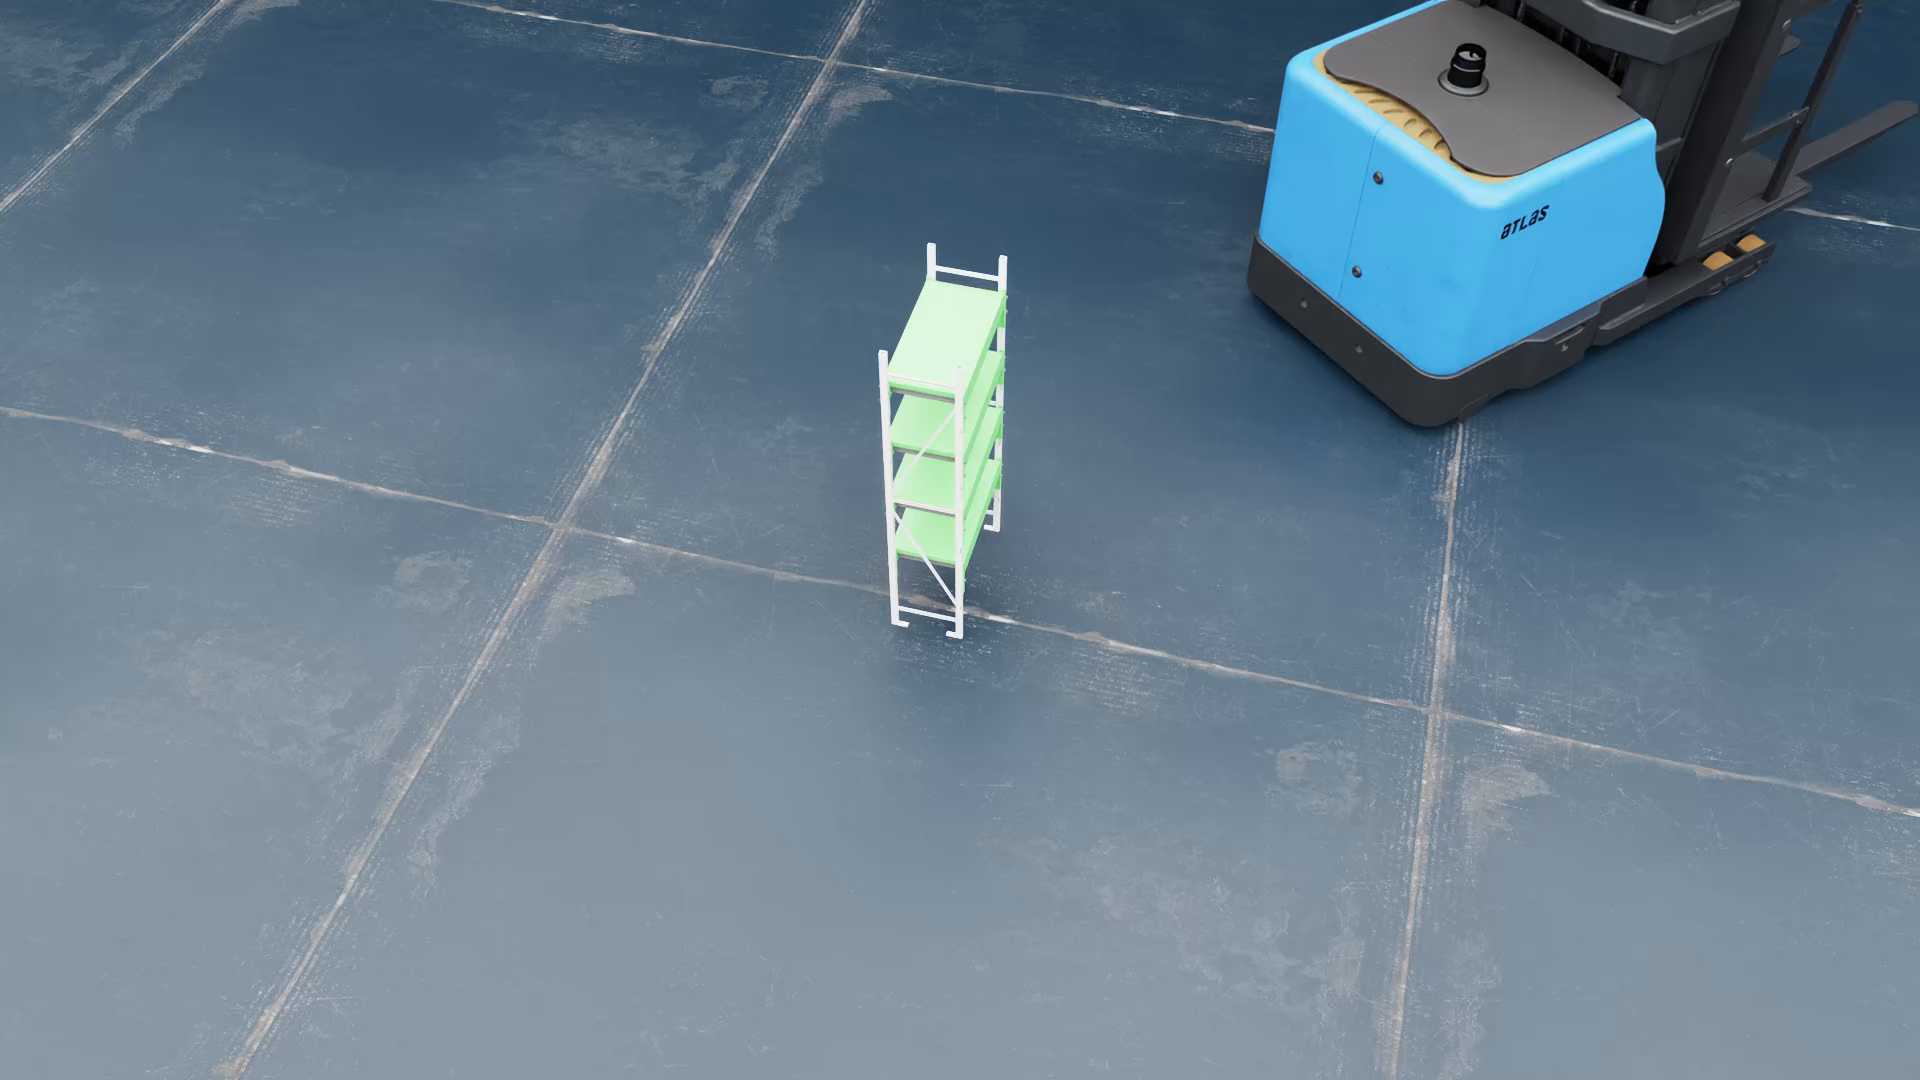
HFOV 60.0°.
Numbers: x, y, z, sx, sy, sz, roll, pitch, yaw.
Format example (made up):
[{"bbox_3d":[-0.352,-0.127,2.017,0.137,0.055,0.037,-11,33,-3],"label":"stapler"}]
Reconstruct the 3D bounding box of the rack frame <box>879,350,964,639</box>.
[{"bbox_3d":[-0.108,-0.101,5.039,0.240,1.200,0.015,12,50,10],"label":"rack frame"}]

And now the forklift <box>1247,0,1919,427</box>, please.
[{"bbox_3d":[2.642,-2.252,5.783,3.031,2.935,1.130,-26,54,-21],"label":"forklift"}]

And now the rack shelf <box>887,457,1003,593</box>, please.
[{"bbox_3d":[-0.044,-0.076,5.422,0.258,0.148,0.480,12,50,10],"label":"rack shelf"}]

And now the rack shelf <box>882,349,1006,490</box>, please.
[{"bbox_3d":[-0.044,-0.394,5.062,0.258,0.148,0.480,12,50,10],"label":"rack shelf"}]

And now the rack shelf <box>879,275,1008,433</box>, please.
[{"bbox_3d":[-0.044,-0.553,4.883,0.258,0.148,0.480,12,50,10],"label":"rack shelf"}]

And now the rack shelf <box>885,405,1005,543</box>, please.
[{"bbox_3d":[-0.044,-0.235,5.242,0.258,0.148,0.480,12,50,10],"label":"rack shelf"}]

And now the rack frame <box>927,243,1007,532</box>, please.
[{"bbox_3d":[0.021,-0.454,5.350,0.240,1.200,0.015,12,50,10],"label":"rack frame"}]

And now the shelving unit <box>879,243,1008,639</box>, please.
[{"bbox_3d":[-0.044,-0.277,5.194,0.258,1.200,0.503,12,50,10],"label":"shelving unit"}]
